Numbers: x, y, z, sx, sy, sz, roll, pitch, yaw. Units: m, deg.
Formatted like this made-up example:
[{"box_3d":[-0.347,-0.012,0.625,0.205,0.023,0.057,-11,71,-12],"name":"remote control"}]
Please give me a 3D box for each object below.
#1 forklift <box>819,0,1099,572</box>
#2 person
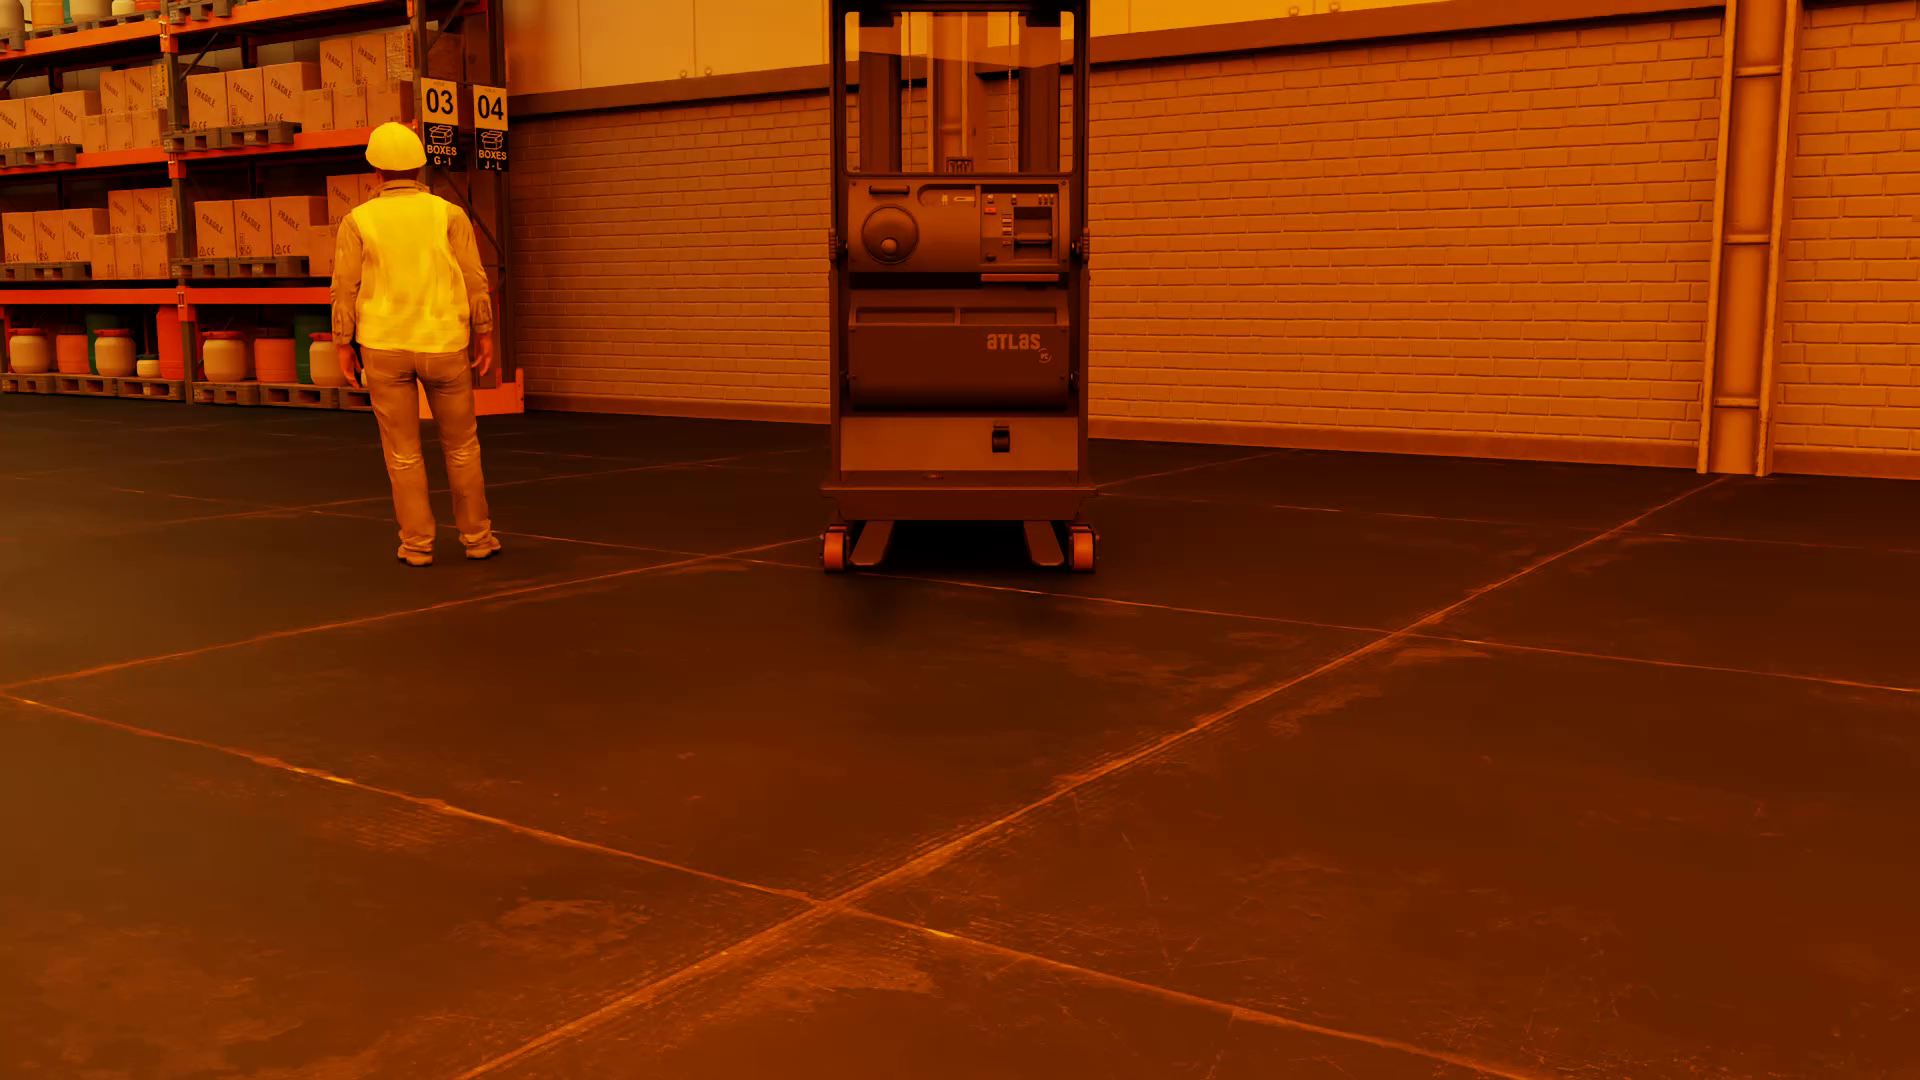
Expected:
[{"box_3d":[-0.003,-1.363,6.779,1.130,2.935,3.031,0,8,0],"name":"forklift"},{"box_3d":[-2.234,-0.792,6.825,0.630,1.773,0.569,-3,9,-18],"name":"person"}]
